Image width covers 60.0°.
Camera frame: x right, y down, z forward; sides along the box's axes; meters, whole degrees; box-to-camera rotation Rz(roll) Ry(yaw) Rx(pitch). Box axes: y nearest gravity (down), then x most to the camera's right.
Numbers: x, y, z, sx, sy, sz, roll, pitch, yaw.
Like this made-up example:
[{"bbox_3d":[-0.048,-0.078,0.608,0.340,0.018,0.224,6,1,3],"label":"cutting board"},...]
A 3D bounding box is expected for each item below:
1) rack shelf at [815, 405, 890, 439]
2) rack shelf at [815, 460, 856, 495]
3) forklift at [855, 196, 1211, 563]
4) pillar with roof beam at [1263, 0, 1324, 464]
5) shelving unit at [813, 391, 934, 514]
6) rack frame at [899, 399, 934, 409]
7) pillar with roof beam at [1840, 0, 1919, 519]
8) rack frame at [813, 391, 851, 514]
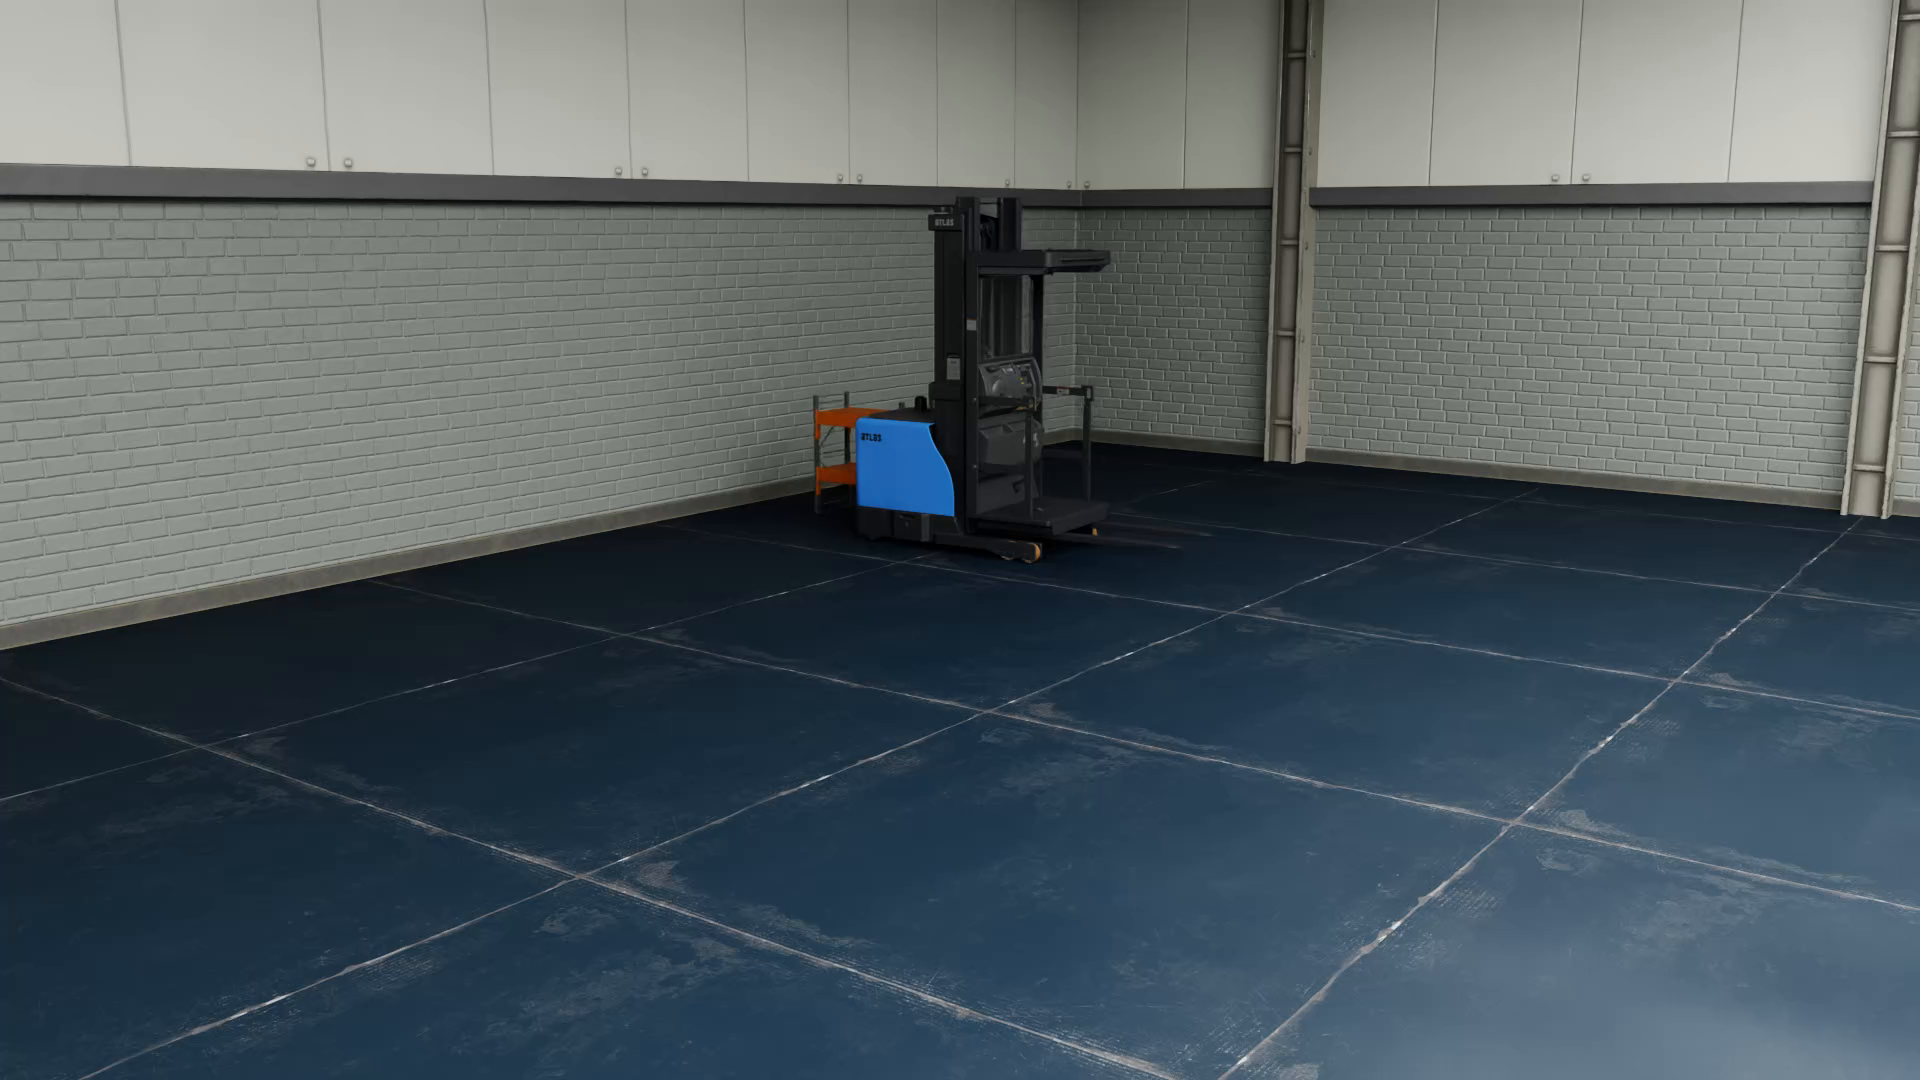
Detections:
[{"bbox_3d":[-0.809,-1.074,15.578,1.000,0.278,0.538,8,13,35],"label":"rack shelf"},{"bbox_3d":[-0.809,-0.547,15.680,1.000,0.278,0.538,8,13,35],"label":"rack shelf"},{"bbox_3d":[0.601,-1.367,13.877,3.031,2.935,1.130,7,13,32],"label":"forklift"},{"bbox_3d":[1.216,-4.676,15.010,0.400,9.000,9.100,8,13,36],"label":"pillar with roof beam"},{"bbox_3d":[-0.809,-0.787,15.634,1.048,1.125,0.538,8,13,35],"label":"shelving unit"},{"bbox_3d":[-0.394,-0.731,15.345,0.032,1.125,0.500,8,13,35],"label":"rack frame"},{"bbox_3d":[6.052,-4.002,11.524,0.400,9.000,9.100,8,13,36],"label":"pillar with roof beam"},{"bbox_3d":[-1.223,-0.842,15.923,0.032,1.125,0.500,8,13,35],"label":"rack frame"}]
